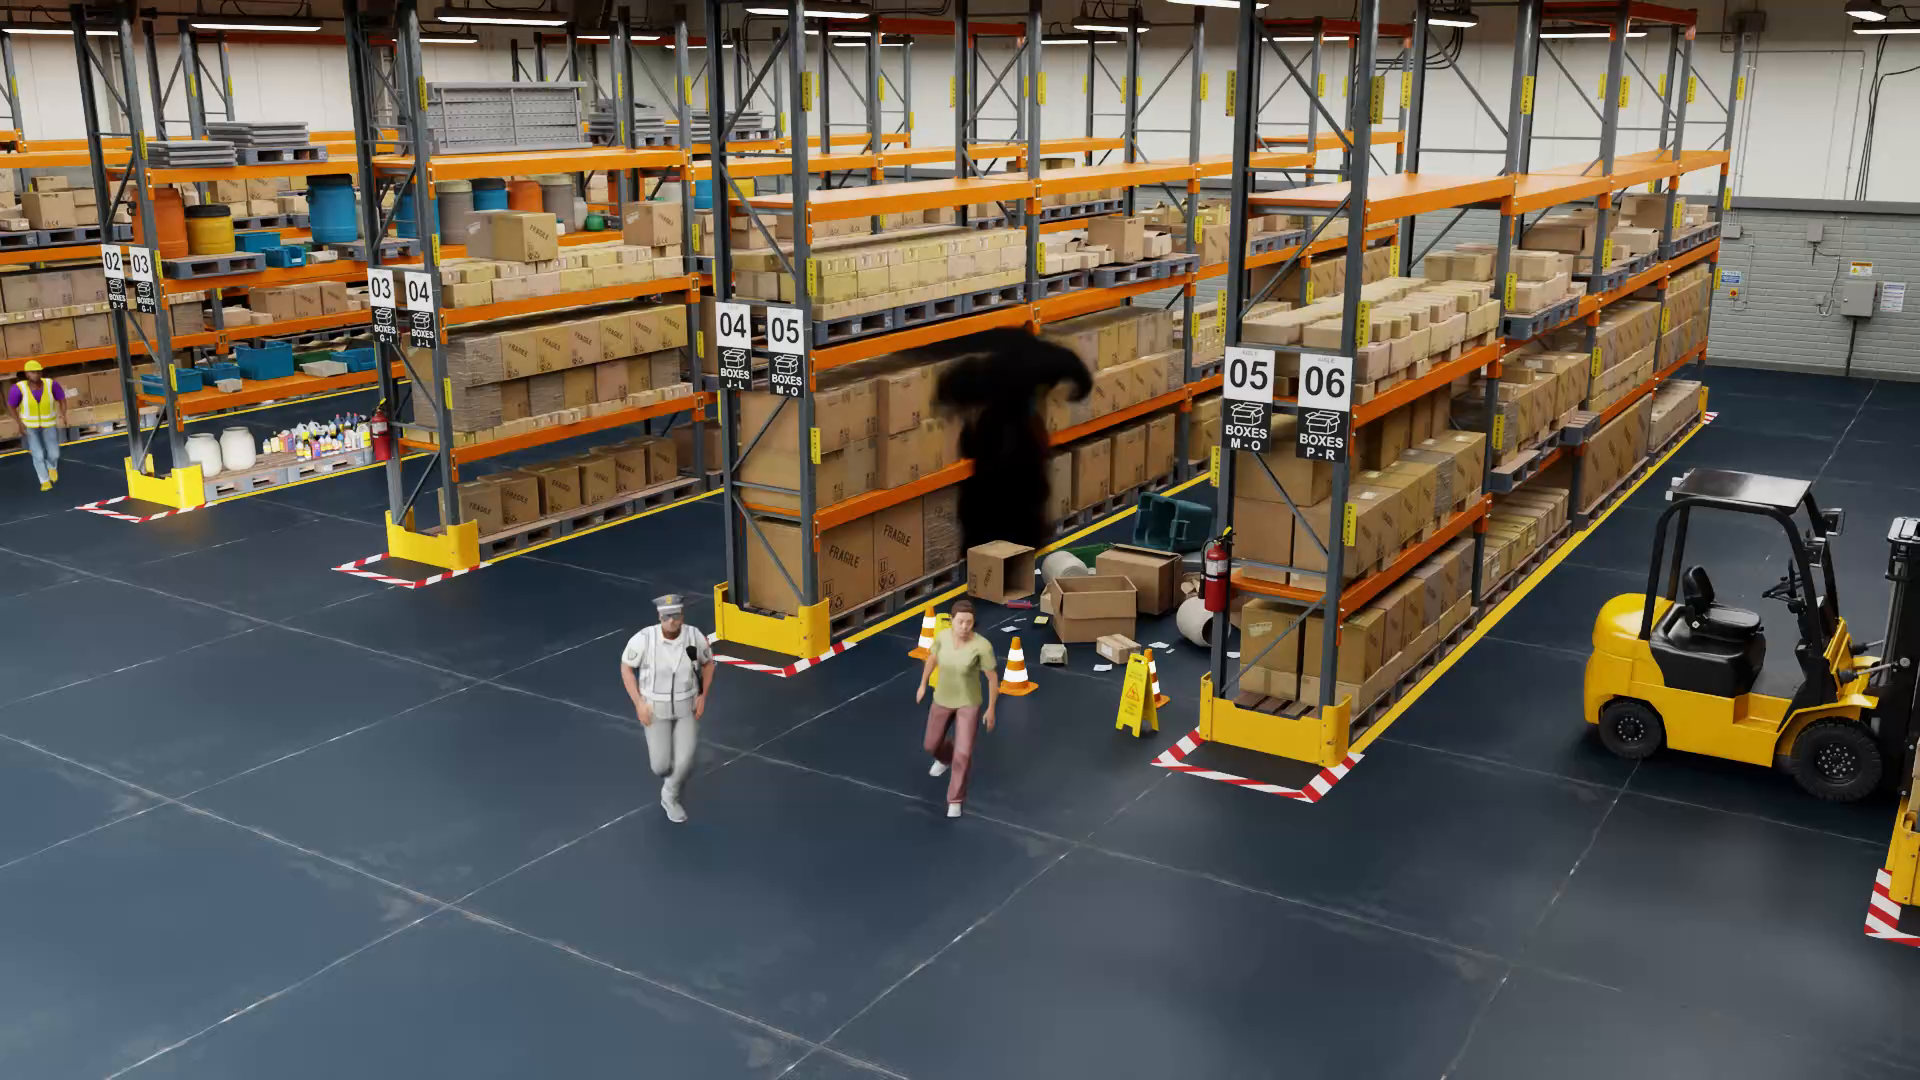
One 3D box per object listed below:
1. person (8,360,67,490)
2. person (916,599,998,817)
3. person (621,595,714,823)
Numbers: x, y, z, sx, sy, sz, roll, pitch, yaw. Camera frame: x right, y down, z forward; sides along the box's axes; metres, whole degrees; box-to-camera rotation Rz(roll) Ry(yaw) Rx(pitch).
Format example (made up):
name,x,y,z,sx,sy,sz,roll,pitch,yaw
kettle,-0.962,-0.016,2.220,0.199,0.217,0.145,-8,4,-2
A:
name,x,y,z,sx,sy,sz,roll,pitch,yaw
person,-11.815,-1.479,21.380,0.673,1.699,0.545,-10,18,-32
person,-0.006,1.144,12.092,0.640,1.611,0.724,4,16,13
person,-2.081,1.155,11.911,0.662,1.720,0.572,-4,16,-15
